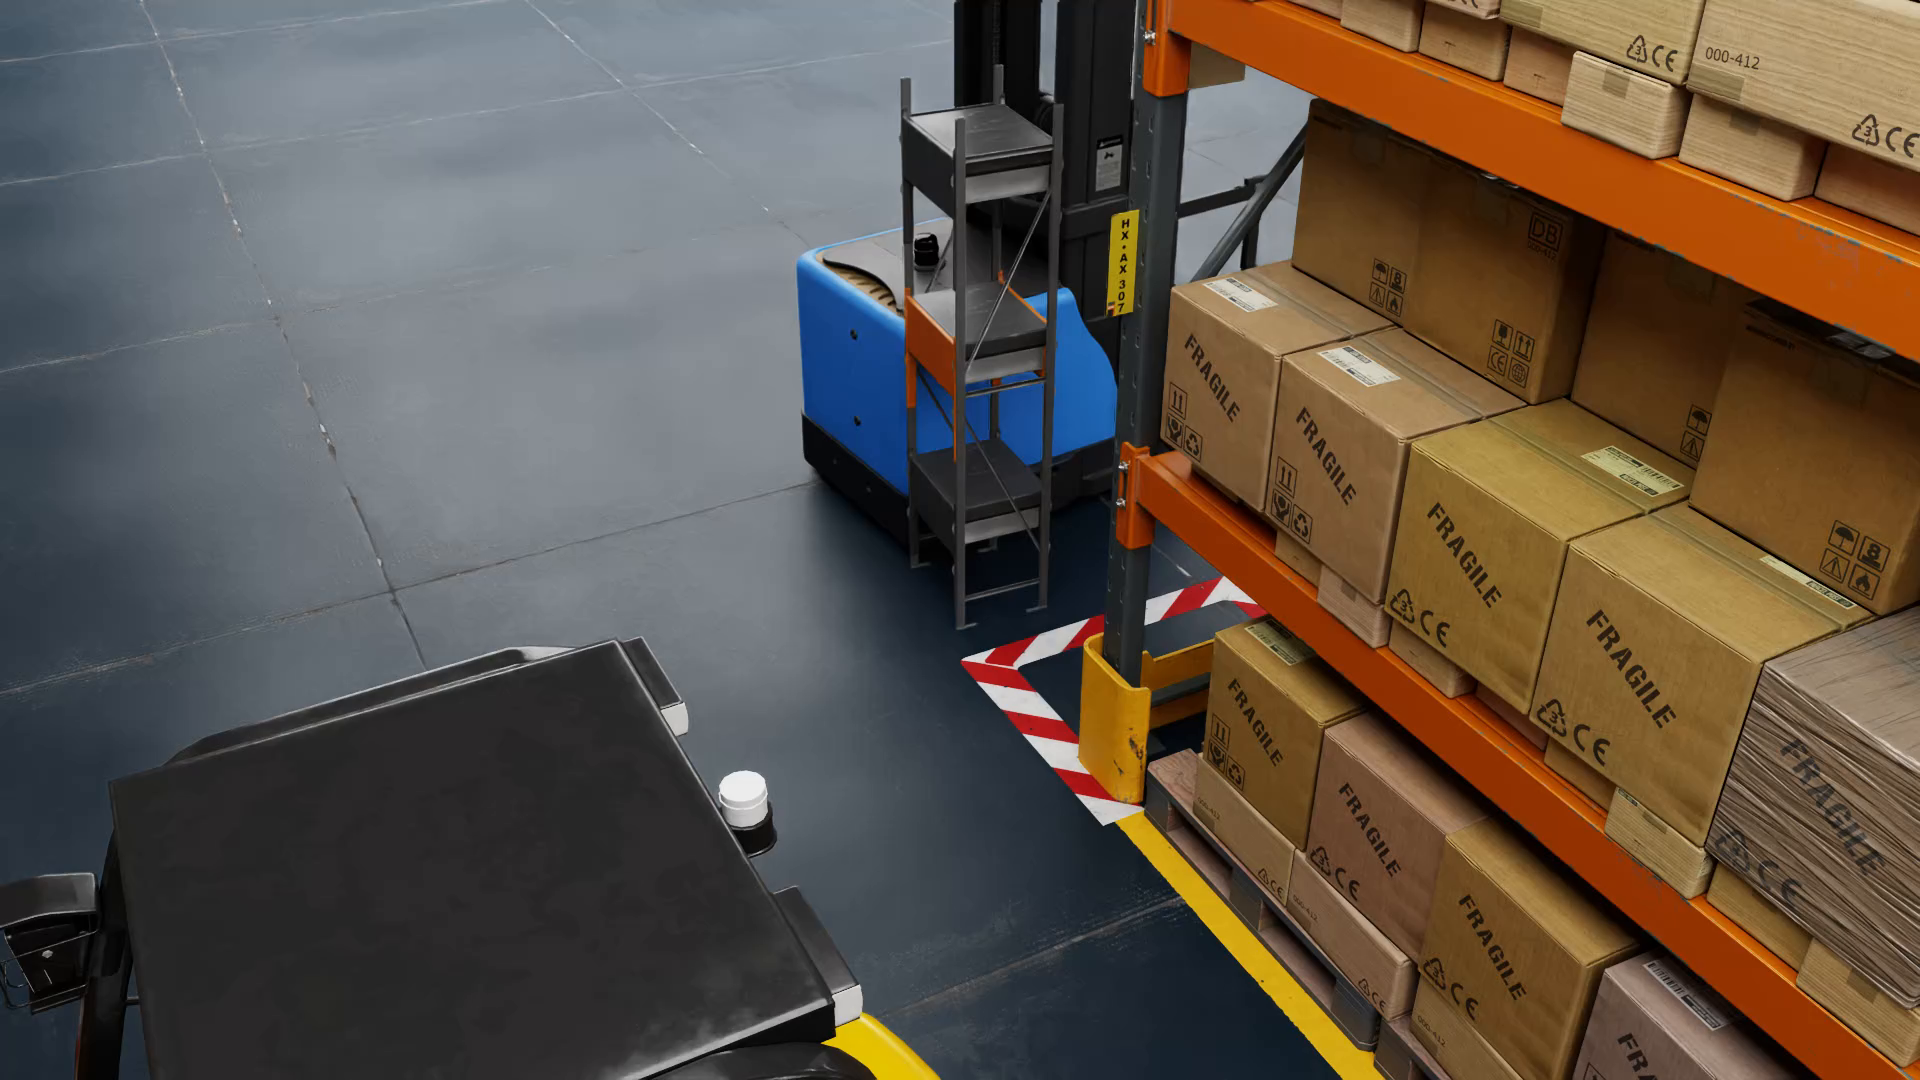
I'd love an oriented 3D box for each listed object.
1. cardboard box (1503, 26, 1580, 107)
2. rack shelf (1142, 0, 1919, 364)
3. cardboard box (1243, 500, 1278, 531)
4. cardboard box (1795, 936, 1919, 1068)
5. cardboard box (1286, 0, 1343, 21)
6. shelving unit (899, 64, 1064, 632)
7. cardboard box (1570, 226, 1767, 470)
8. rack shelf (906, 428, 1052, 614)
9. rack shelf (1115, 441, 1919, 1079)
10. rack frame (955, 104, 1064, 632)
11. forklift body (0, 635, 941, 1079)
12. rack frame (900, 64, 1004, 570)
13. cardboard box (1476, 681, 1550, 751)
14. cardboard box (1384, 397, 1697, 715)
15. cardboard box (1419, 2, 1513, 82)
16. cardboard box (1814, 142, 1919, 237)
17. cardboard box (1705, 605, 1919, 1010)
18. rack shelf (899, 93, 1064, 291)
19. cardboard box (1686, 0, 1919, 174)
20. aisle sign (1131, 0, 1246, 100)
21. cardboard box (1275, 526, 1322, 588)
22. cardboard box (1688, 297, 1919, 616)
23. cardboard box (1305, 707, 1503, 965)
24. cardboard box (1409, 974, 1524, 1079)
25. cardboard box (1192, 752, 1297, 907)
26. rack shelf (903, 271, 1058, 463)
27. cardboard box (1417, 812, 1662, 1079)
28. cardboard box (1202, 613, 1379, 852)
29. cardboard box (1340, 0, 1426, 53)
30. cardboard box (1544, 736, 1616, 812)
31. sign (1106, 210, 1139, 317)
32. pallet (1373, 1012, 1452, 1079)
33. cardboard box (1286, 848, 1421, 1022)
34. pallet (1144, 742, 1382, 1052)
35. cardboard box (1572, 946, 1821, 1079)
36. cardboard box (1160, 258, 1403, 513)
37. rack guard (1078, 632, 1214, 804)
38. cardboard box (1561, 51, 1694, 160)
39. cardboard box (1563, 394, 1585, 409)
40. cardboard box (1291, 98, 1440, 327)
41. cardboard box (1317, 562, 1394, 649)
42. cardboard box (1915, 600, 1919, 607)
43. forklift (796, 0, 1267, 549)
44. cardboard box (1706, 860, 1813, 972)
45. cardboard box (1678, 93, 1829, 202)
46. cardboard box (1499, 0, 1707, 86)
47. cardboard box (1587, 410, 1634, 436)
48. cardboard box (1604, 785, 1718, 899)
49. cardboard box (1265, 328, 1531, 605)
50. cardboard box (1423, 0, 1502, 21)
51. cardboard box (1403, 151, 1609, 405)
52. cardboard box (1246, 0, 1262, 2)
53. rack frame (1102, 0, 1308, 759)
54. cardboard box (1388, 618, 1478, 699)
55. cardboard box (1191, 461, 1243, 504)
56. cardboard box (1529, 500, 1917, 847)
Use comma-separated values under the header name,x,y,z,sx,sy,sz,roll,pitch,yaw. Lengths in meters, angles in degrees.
name,x,y,z,sx,sy,sz,roll,pitch,yaw
cardboard box,1.393,-1.035,3.537,0.380,0.149,0.250,-17,36,-25
rack shelf,1.899,-0.599,3.290,1.077,0.370,4.000,-16,36,-23
cardboard box,1.072,-0.156,4.946,0.380,0.149,0.250,-15,36,-22
cardboard box,1.935,0.861,3.358,0.380,0.149,0.250,-16,36,-24
cardboard box,1.036,-1.407,4.118,0.380,0.149,0.250,-17,36,-25
shelving unit,0.071,-0.683,6.370,0.431,2.100,0.503,-13,35,-20
cardboard box,1.956,-0.531,4.004,0.700,0.500,0.500,-16,36,-24
rack shelf,0.071,-0.082,6.755,0.431,0.518,0.480,-13,35,-20
rack shelf,1.899,0.665,4.099,1.077,0.370,4.000,-16,36,-23
rack frame,0.169,-0.563,6.182,0.400,2.100,0.015,-13,35,-20
forklift body,-0.925,1.461,2.976,2.313,2.155,1.214,-16,36,-23
rack frame,-0.027,-0.804,6.558,0.400,2.100,0.015,-13,35,-20
cardboard box,1.528,0.350,4.156,0.380,0.149,0.250,-15,35,-22
cardboard box,1.425,0.025,4.062,0.500,0.500,0.500,-17,36,-24
cardboard box,1.266,-1.160,3.733,0.380,0.149,0.250,-16,36,-23
cardboard box,1.778,-0.677,2.978,0.380,0.149,0.250,-16,36,-24
cardboard box,1.912,0.509,3.307,0.500,0.500,0.500,-15,36,-22
rack shelf,0.071,-1.261,6.000,0.431,0.518,0.480,-13,35,-20
cardboard box,1.676,-0.879,2.923,0.500,0.250,0.500,-15,36,-22
aisle sign,0.663,-1.639,4.618,0.394,0.787,0.004,-16,36,-23
cardboard box,1.124,-0.009,4.716,0.380,0.149,0.250,-17,36,-25
cardboard box,2.066,-0.258,3.577,0.700,0.500,0.500,-16,36,-23
cardboard box,1.357,0.786,4.706,0.500,0.500,0.500,-17,36,-25
cardboard box,1.595,1.345,4.529,0.500,0.250,0.500,-13,35,-20
cardboard box,1.098,0.843,5.314,0.500,0.250,0.500,-16,36,-23
rack shelf,0.071,-0.672,6.377,0.431,0.518,0.480,-13,35,-20
cardboard box,1.584,1.028,4.329,0.500,0.500,0.500,-15,36,-22
cardboard box,1.110,0.538,5.094,0.500,0.500,0.500,-17,36,-25
cardboard box,1.129,-1.272,3.908,0.380,0.149,0.250,-15,36,-22
cardboard box,1.625,0.483,3.948,0.380,0.149,0.250,-17,36,-24
sign,0.487,-0.821,4.948,0.100,0.325,0.005,-16,36,-23
pallet,1.914,1.596,4.564,1.003,0.211,1.213,-16,36,-23
cardboard box,1.329,1.088,4.931,0.500,0.250,0.500,-15,35,-21
pallet,1.350,1.014,5.471,1.003,0.211,1.213,-16,36,-23
cardboard box,1.841,1.281,3.935,0.500,0.500,0.500,-14,35,-21
cardboard box,0.942,-0.464,4.826,0.500,0.500,0.500,-16,36,-24
rack guard,1.002,0.496,6.012,1.175,0.500,0.348,-16,36,-23
cardboard box,1.440,-0.894,3.318,0.380,0.149,0.250,-15,36,-23
cardboard box,1.693,-0.330,4.617,0.500,0.500,0.500,-16,36,-23
cardboard box,1.398,-0.992,4.723,0.700,0.500,0.500,-17,36,-24
cardboard box,1.202,0.124,4.509,0.380,0.149,0.250,-15,36,-22
cardboard box,2.143,0.156,3.858,0.500,0.500,0.500,-15,36,-23
forklift,0.787,-1.798,7.340,3.031,2.935,1.130,-20,38,-28
cardboard box,1.843,0.731,3.561,0.380,0.149,0.250,-17,36,-24
cardboard box,1.599,-0.779,3.137,0.380,0.149,0.250,-17,36,-24
cardboard box,1.454,-1.128,3.312,0.500,0.250,0.500,-15,35,-22
cardboard box,1.923,-0.091,4.243,0.500,0.500,0.500,-16,36,-23
cardboard box,1.691,0.618,3.738,0.380,0.149,0.250,-16,36,-23
cardboard box,1.186,-0.218,4.441,0.500,0.500,0.500,-15,35,-22
cardboard box,1.192,-1.368,3.688,0.500,0.250,0.500,-16,36,-24
cardboard box,1.627,-0.749,4.343,0.700,0.500,0.500,-16,36,-23
cardboard box,0.834,-1.510,4.279,0.380,0.149,0.250,-16,36,-23
rack frame,0.967,-0.593,5.395,1.000,3.000,0.127,-16,36,-23
cardboard box,1.352,0.239,4.330,0.380,0.149,0.250,-15,36,-22
cardboard box,0.942,-0.273,5.128,0.380,0.149,0.250,-16,36,-23
cardboard box,1.669,0.265,3.687,0.500,0.500,0.500,-17,36,-24
